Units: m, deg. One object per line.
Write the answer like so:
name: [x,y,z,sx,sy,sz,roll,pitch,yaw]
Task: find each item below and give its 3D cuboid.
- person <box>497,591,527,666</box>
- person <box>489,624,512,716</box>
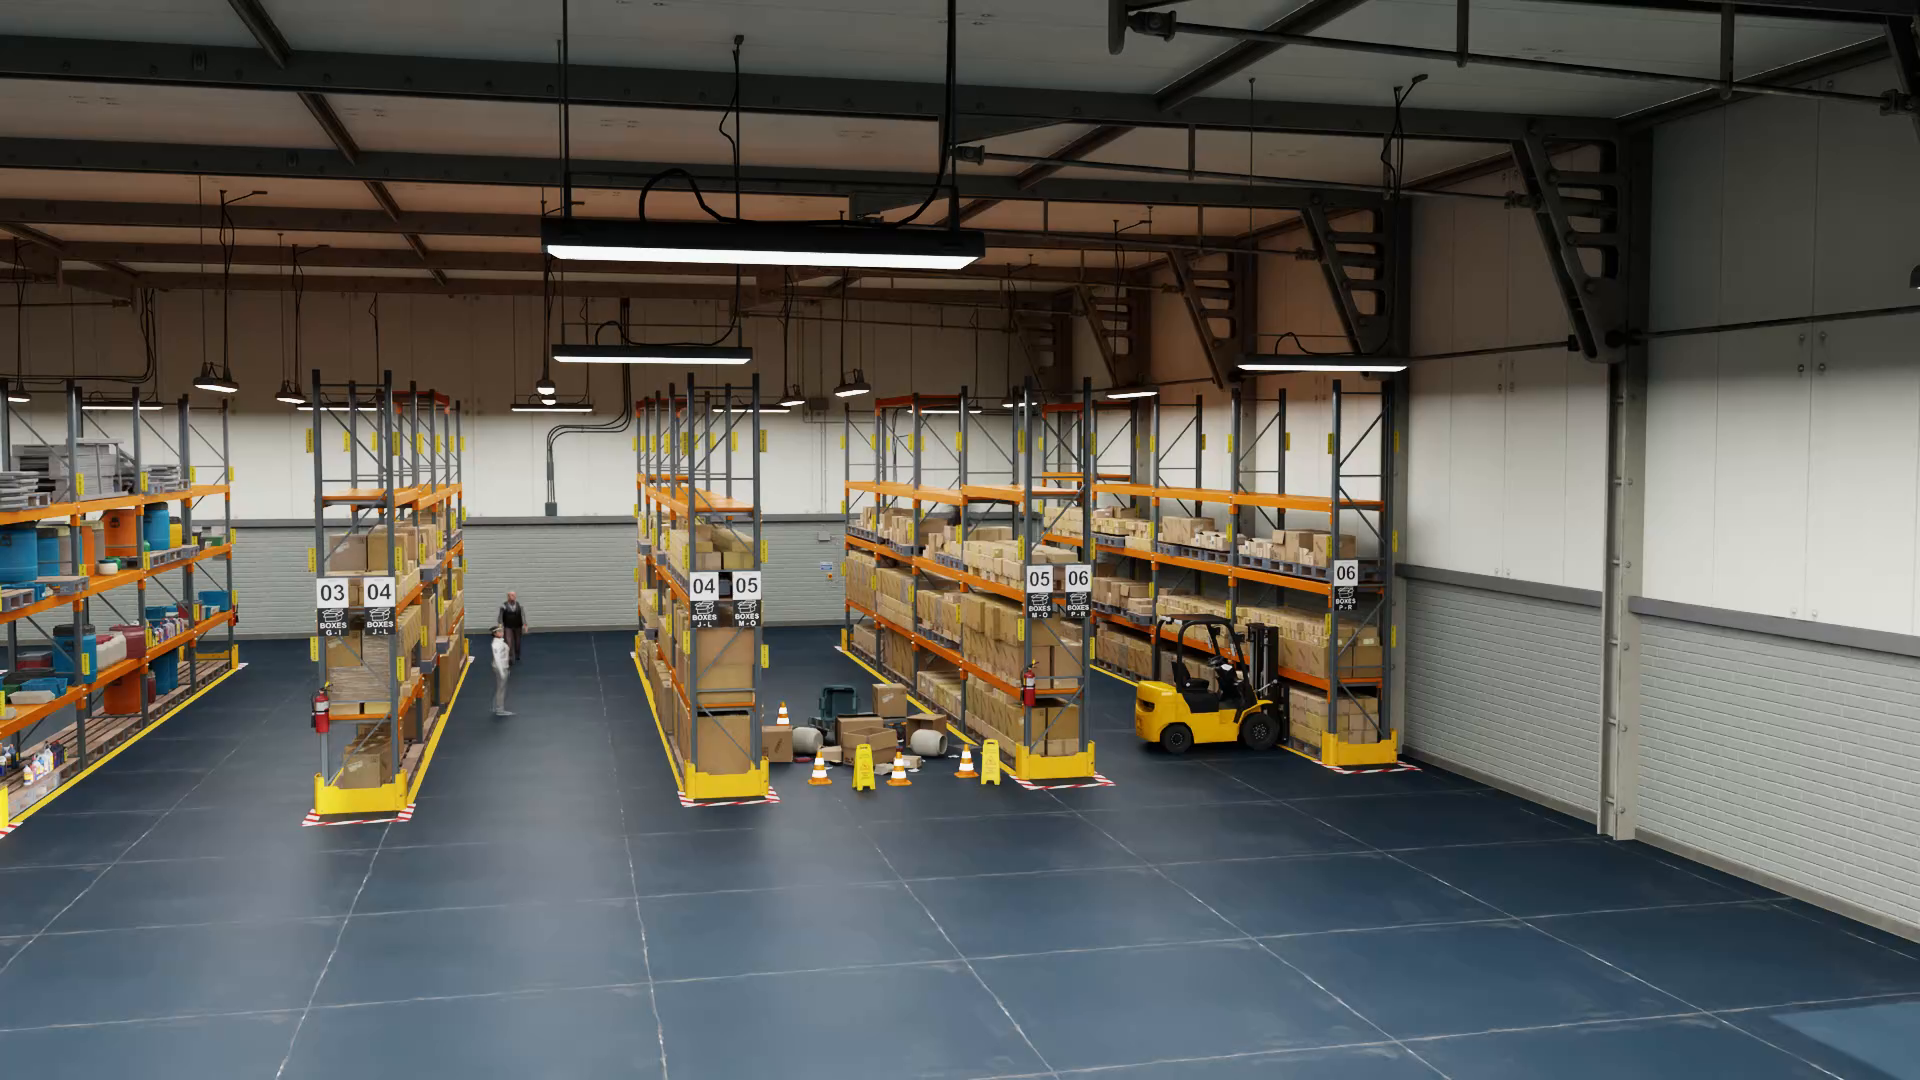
person: [-10.159,1.995,37.705,0.666,1.681,1.066,-1,3,-16]
person: [-8.448,2.396,30.618,0.388,1.720,0.510,-1,3,-19]
